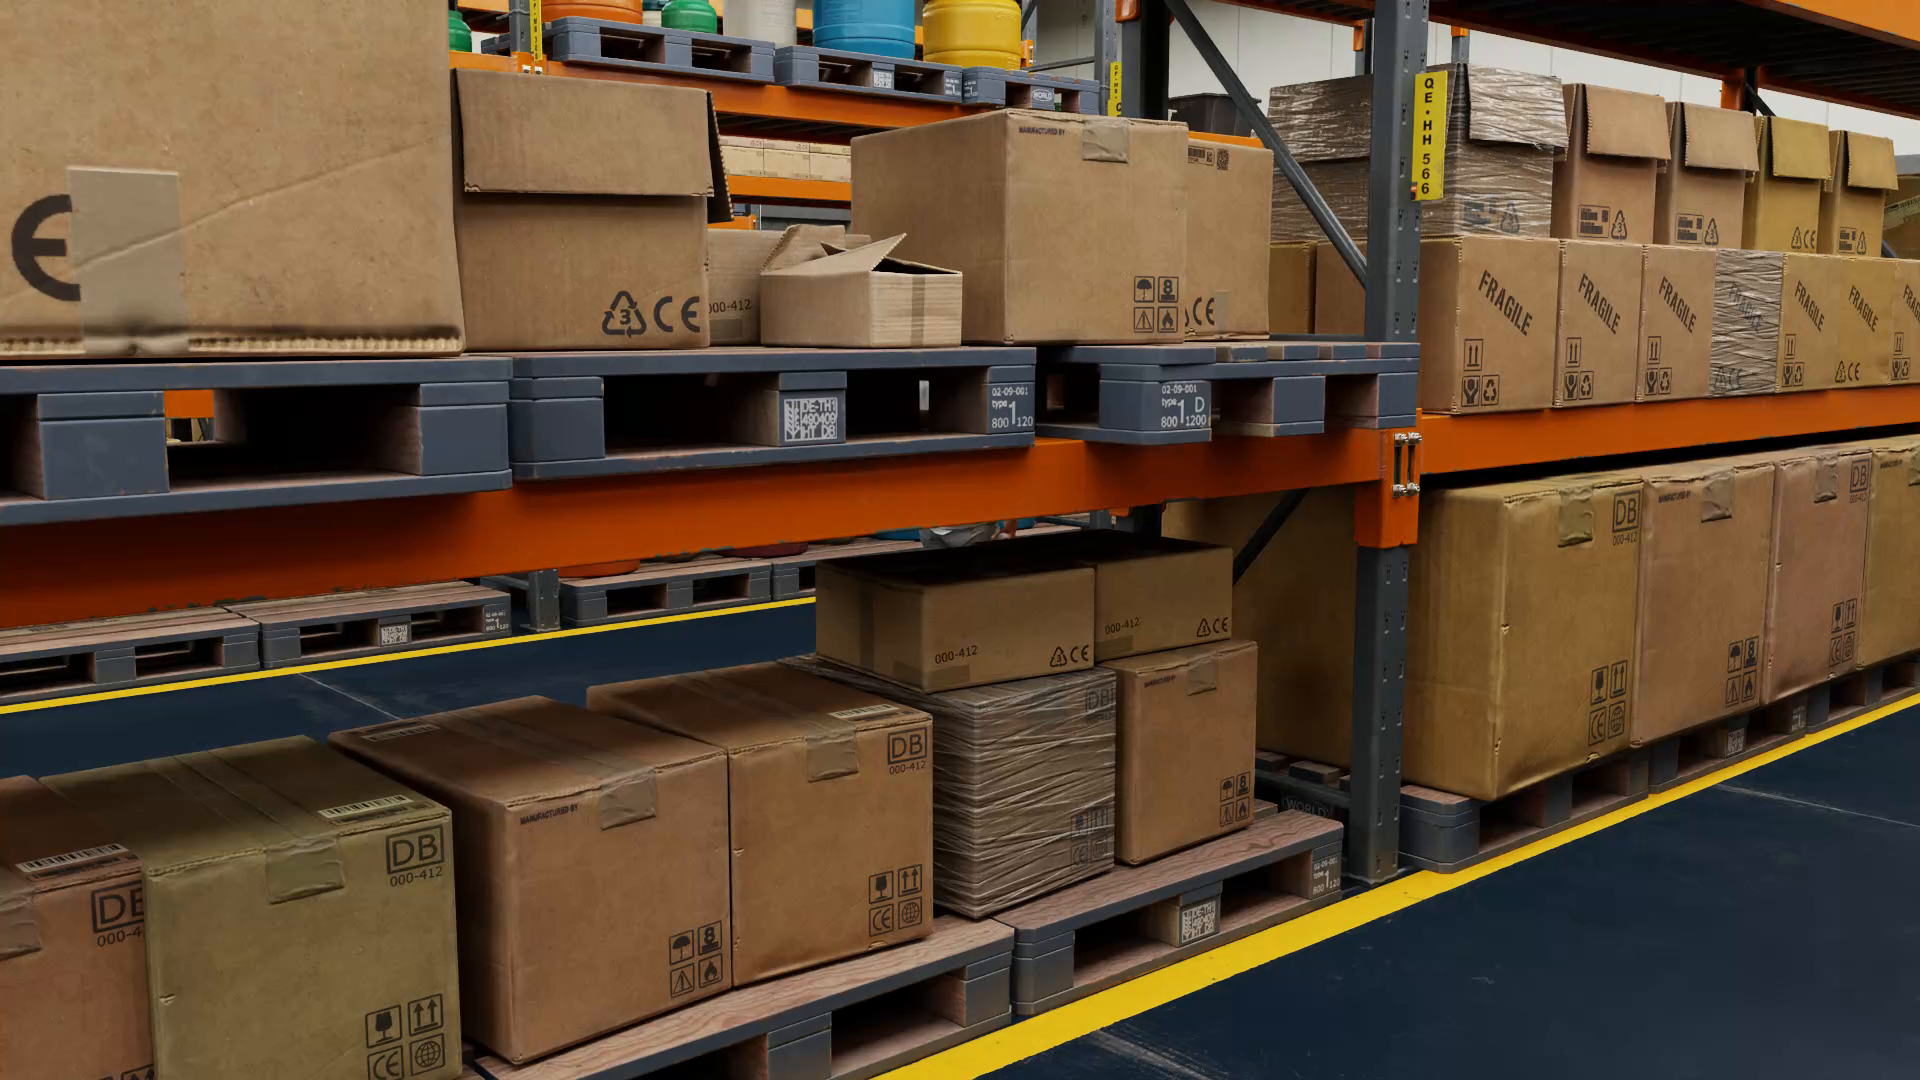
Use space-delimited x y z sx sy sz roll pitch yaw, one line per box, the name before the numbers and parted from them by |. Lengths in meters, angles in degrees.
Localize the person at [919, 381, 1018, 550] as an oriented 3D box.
person | 0.059 -0.068 6.271 0.472 1.600 0.521 -7 10 -41
